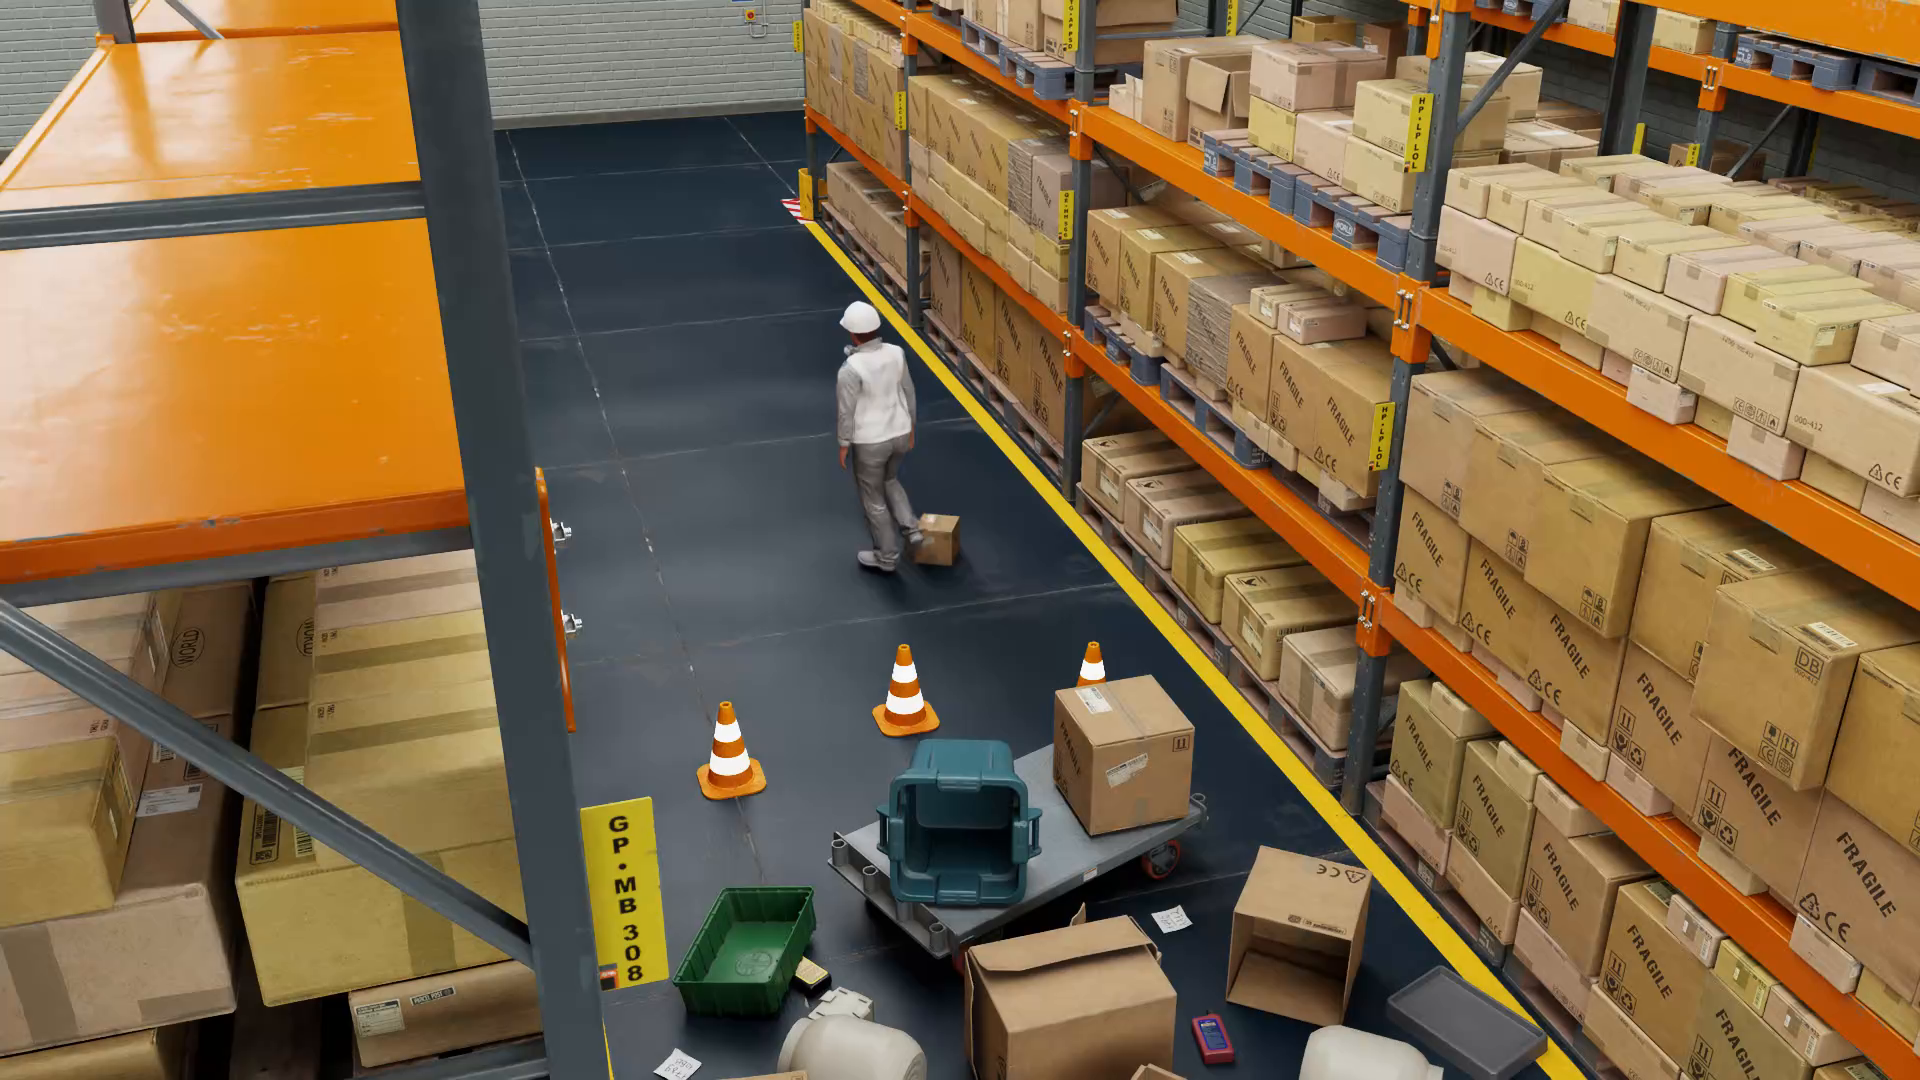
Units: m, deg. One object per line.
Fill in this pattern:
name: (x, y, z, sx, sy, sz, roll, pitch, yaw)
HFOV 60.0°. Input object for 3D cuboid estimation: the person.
person: (-0.516, -0.658, 10.618, 0.544, 1.759, 0.569, 23, 34, 39)
